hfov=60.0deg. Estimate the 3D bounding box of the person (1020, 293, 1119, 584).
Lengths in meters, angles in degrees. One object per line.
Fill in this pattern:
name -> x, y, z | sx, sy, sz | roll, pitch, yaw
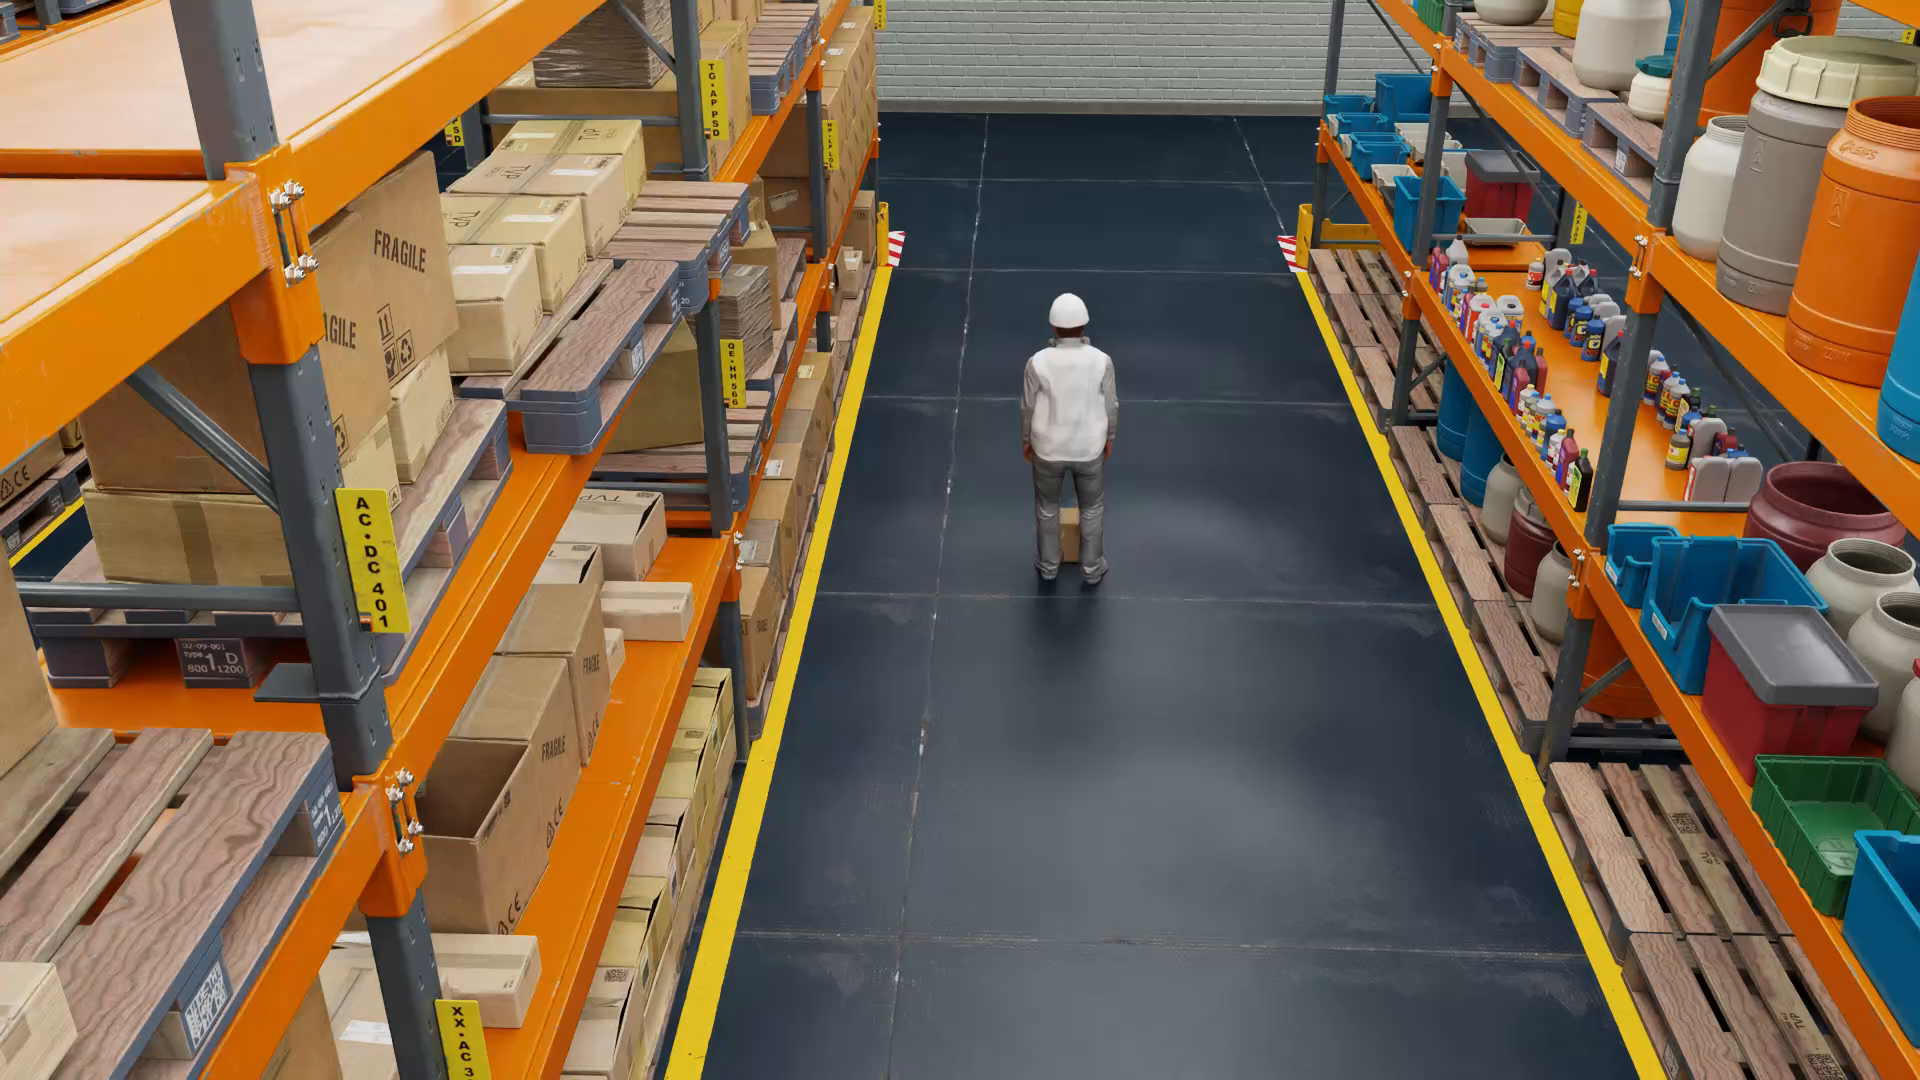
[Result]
person -> 0.625, -0.566, 9.665 | 0.569, 1.772, 0.474 | 0, 28, 0
